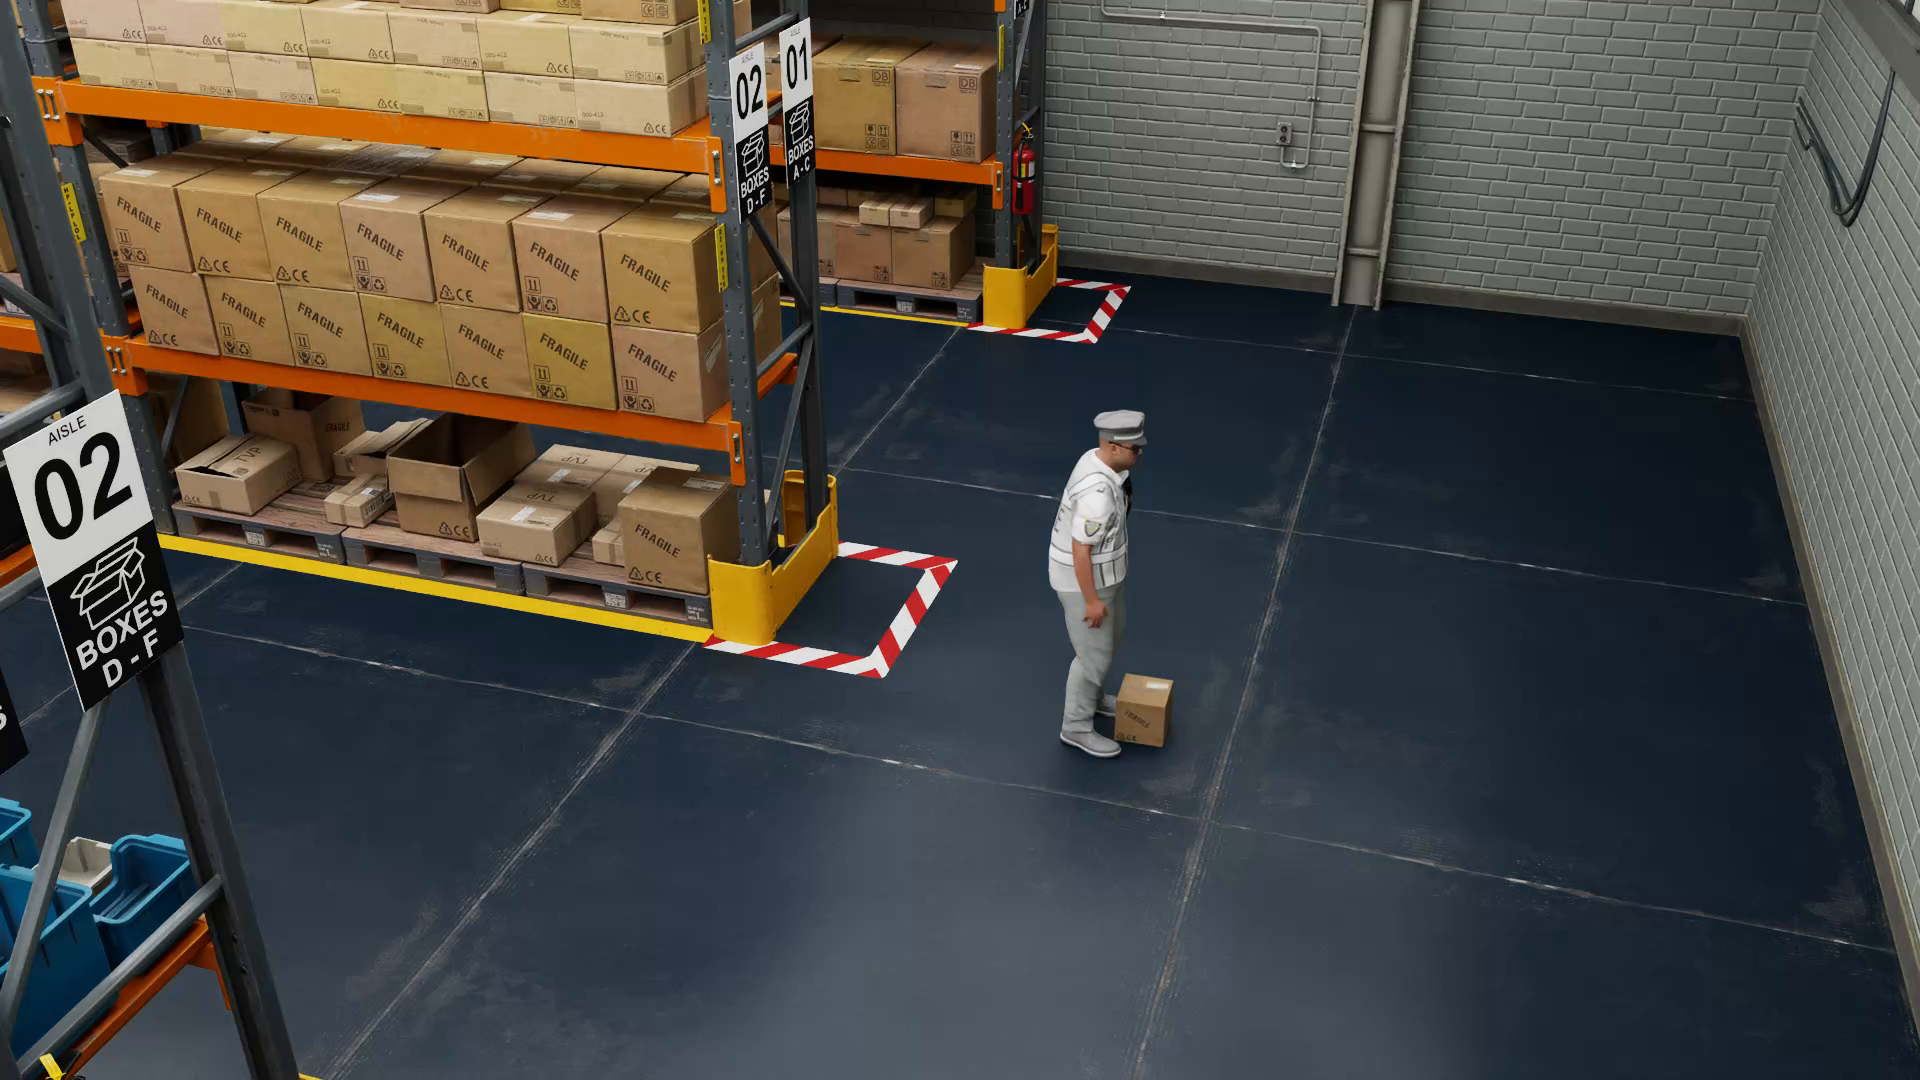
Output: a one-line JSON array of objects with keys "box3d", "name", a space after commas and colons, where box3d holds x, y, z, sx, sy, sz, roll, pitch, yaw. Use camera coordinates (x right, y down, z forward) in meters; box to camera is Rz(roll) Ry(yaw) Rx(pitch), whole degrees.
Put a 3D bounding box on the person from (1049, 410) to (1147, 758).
[{"box3d": [0.661, 0.179, 8.180, 0.437, 1.746, 0.593, 7, 30, 12], "name": "person"}]
